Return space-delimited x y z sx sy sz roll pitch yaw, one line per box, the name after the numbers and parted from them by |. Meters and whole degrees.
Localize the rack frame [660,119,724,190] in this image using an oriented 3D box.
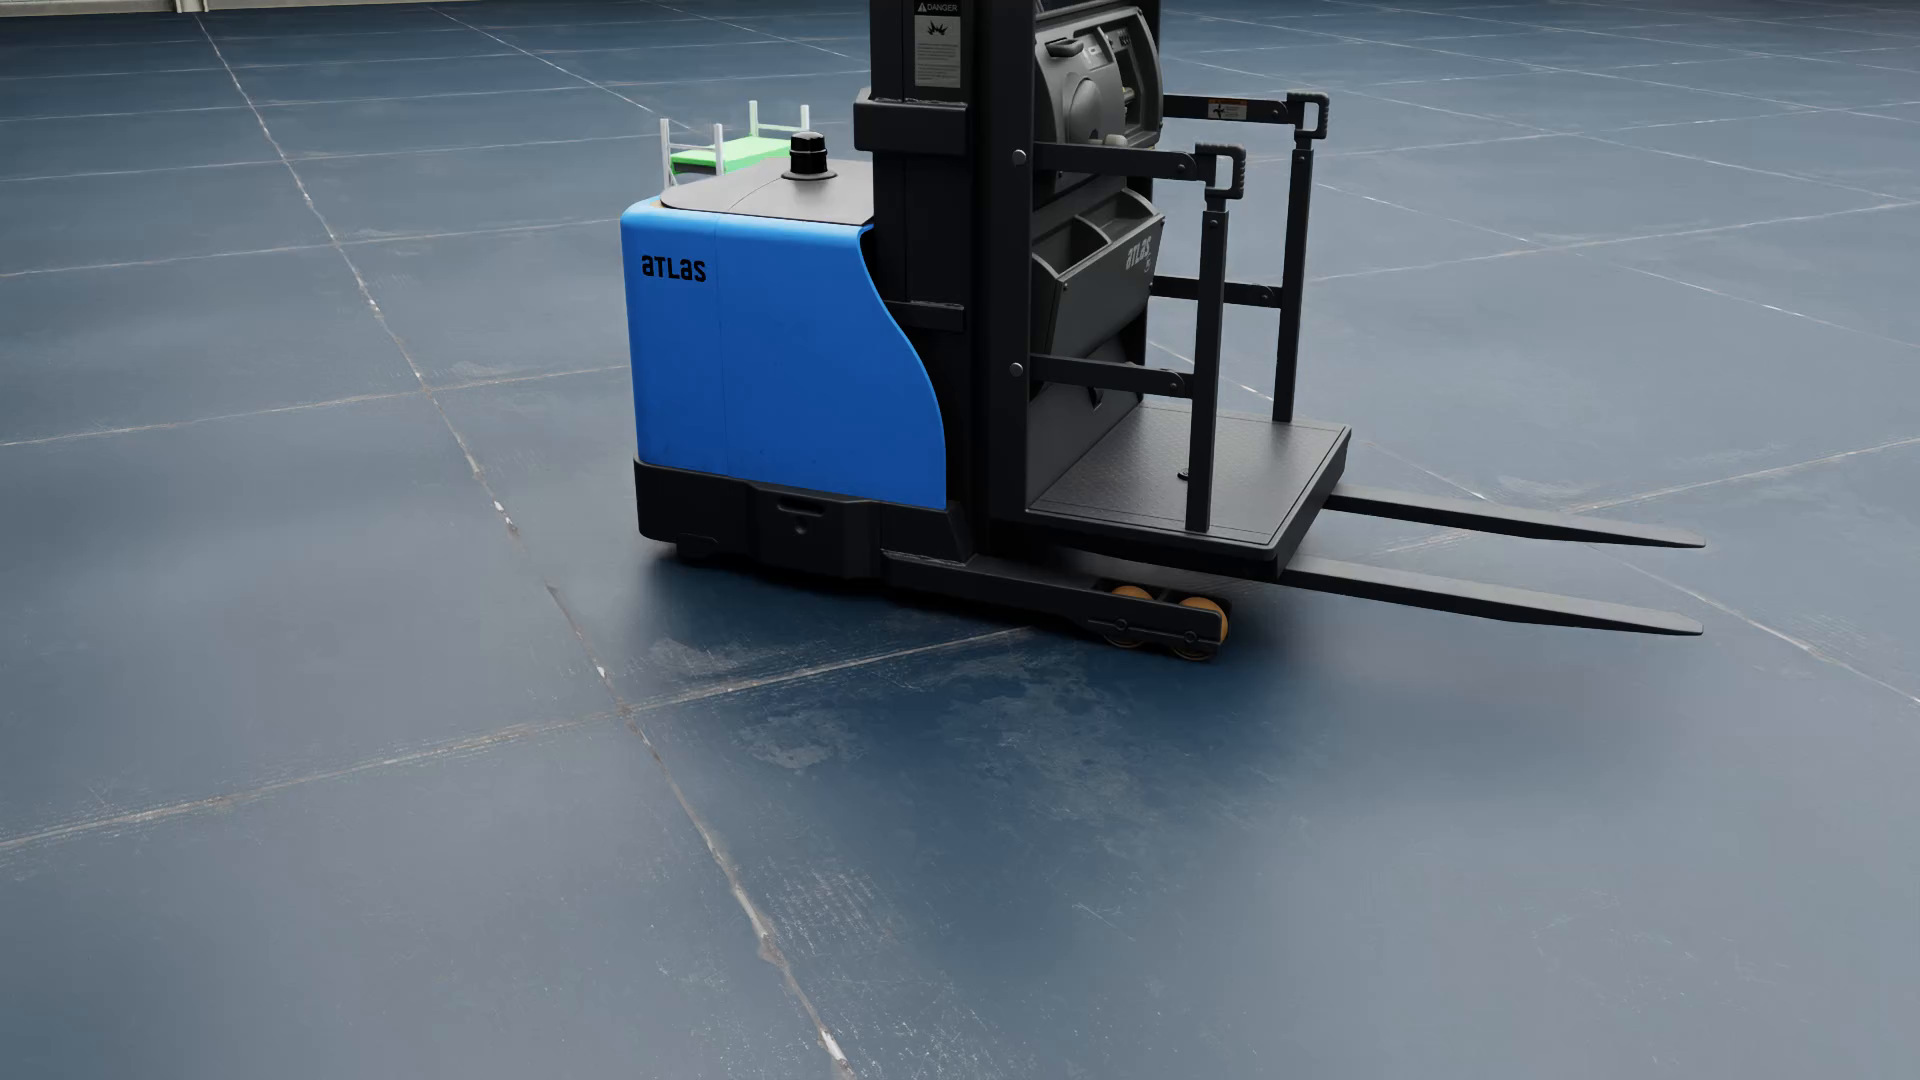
-0.872 -0.799 5.611 0.240 1.200 0.015 12 25 27 | rack frame

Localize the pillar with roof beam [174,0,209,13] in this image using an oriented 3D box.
-8.596 -9.886 17.366 0.400 9.000 9.100 -10 25 -24 | pillar with roof beam

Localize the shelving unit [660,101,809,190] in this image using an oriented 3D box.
-0.751 -0.880 5.807 0.258 1.200 0.503 12 25 27 | shelving unit

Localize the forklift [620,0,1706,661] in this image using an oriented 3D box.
0.573 -1.261 4.464 3.031 2.935 1.130 9 24 21 | forklift

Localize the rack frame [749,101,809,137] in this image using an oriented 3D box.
-0.630 -0.961 6.003 0.240 1.200 0.015 12 25 27 | rack frame

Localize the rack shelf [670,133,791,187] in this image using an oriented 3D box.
-0.751 -1.264 5.648 0.258 0.148 0.480 12 25 27 | rack shelf
